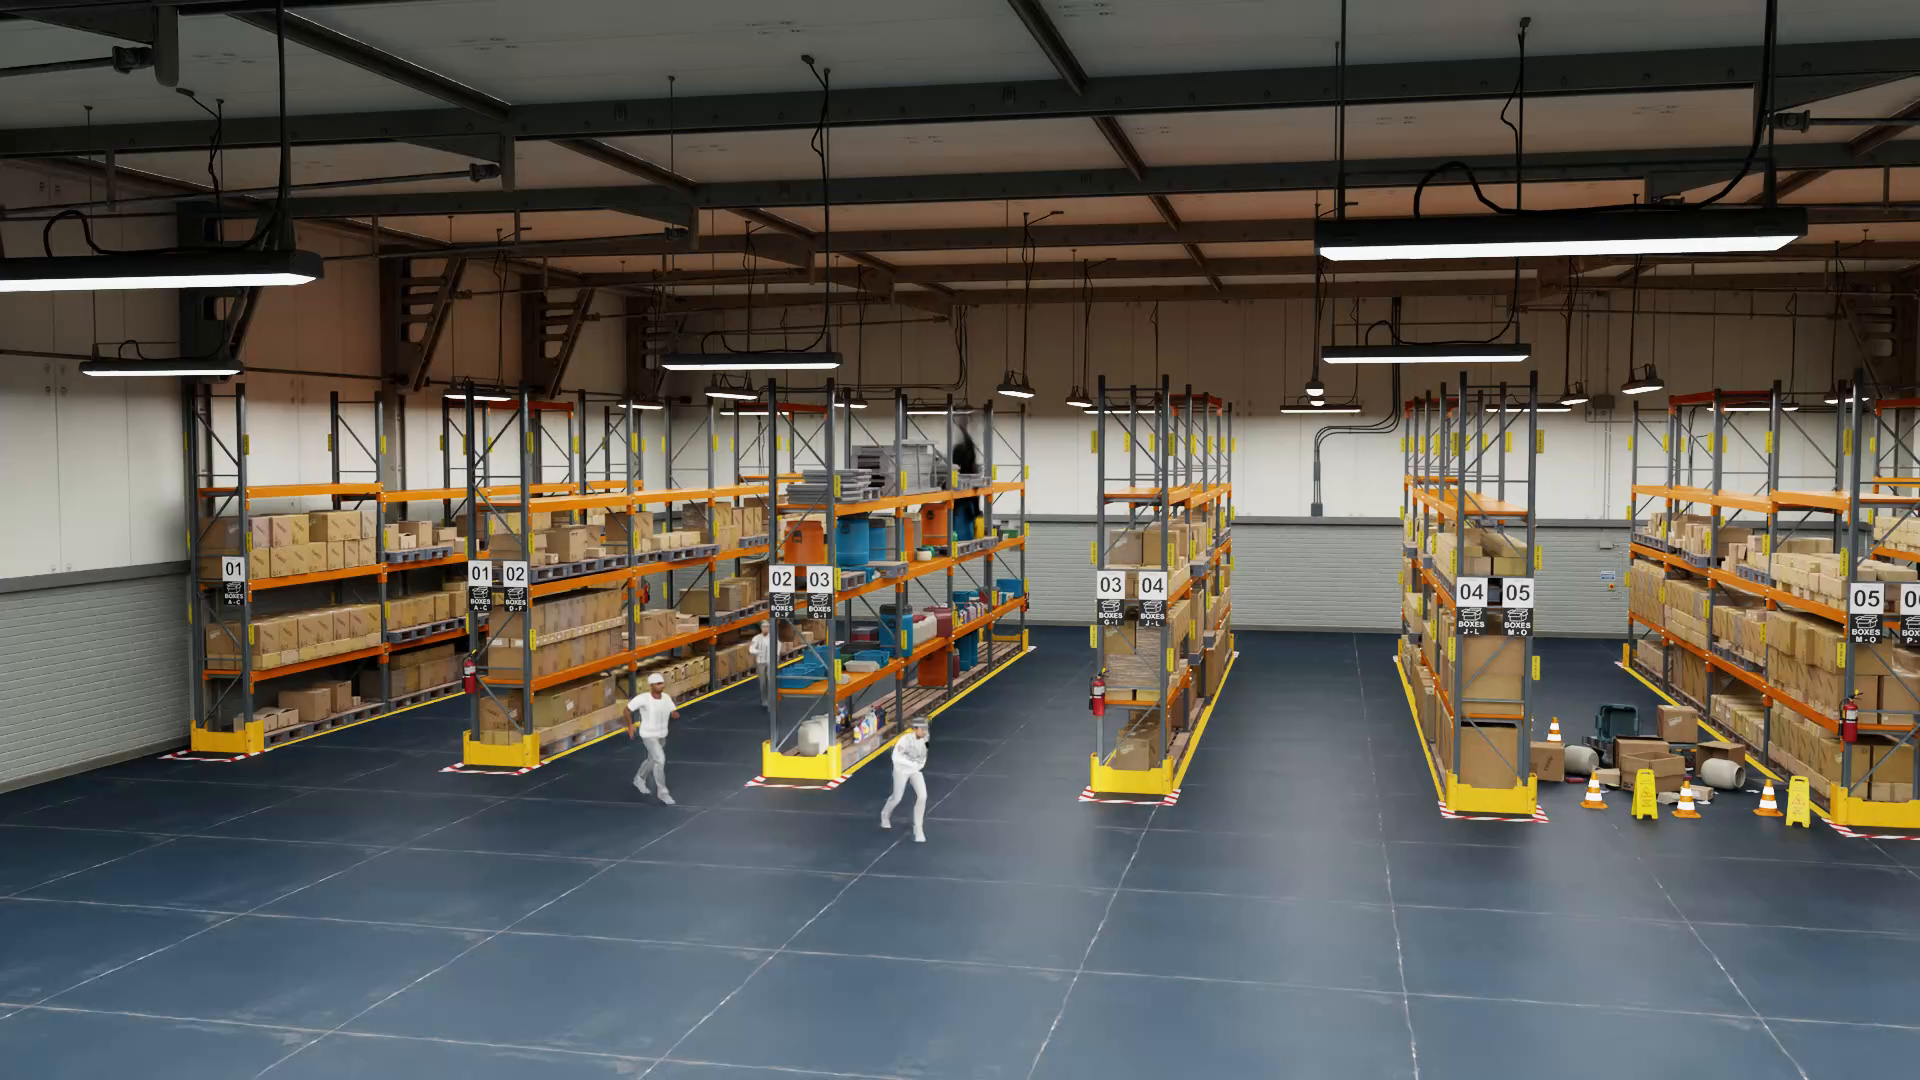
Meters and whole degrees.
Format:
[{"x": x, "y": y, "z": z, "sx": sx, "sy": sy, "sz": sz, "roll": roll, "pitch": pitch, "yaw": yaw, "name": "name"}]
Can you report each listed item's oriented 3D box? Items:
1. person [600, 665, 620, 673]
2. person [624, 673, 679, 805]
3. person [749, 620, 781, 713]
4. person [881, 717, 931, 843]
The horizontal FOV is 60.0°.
[{"x": -7.146, "y": 2.207, "z": 33.856, "sx": 0.657, "sy": 1.830, "sz": 0.803, "roll": 0, "pitch": 3, "yaw": 8, "name": "person"}, {"x": -4.301, "y": 2.763, "z": 23.338, "sx": 0.909, "sy": 1.800, "sz": 0.684, "roll": 2, "pitch": 4, "yaw": 35, "name": "person"}, {"x": -3.673, "y": 2.355, "z": 31.366, "sx": 0.598, "sy": 1.743, "sz": 0.779, "roll": 0, "pitch": 3, "yaw": -6, "name": "person"}, {"x": -0.697, "y": 3.023, "z": 21.265, "sx": 0.657, "sy": 1.623, "sz": 0.960, "roll": -3, "pitch": 4, "yaw": -39, "name": "person"}]
